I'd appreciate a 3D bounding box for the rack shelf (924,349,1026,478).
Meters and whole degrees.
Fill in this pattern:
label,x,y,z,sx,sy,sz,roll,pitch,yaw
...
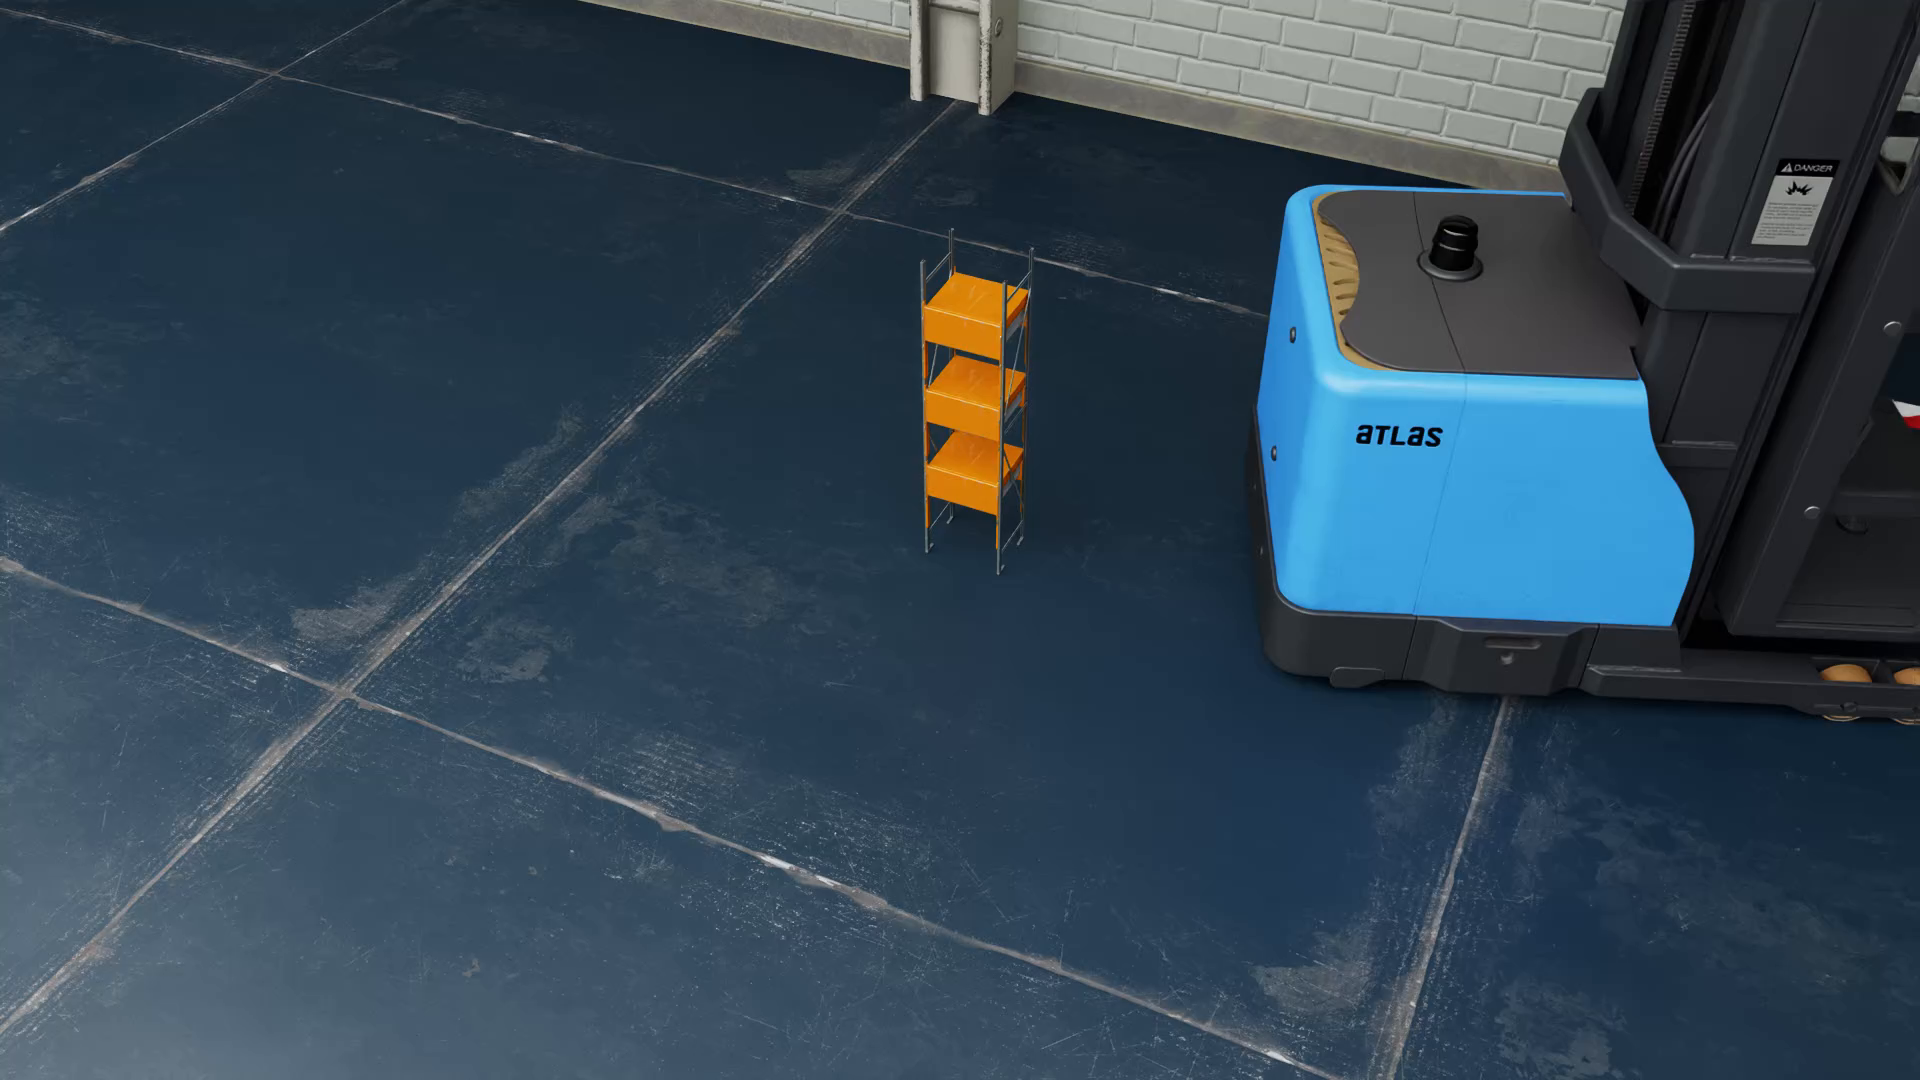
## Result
label,x,y,z,sx,sy,sz,roll,pitch,yaw
rack shelf,0.048,-0.374,4.896,0.240,0.259,0.215,17,44,19

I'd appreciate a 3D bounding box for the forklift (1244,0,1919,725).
label,x,y,z,sx,sy,sz,roll,pitch,yaw
forklift,2.411,-0.953,4.112,3.031,2.935,1.130,2,41,3

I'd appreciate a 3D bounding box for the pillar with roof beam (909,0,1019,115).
label,x,y,z,sx,sy,sz,roll,pitch,yaw
pillar with roof beam,-1.803,-2.890,1.713,0.400,9.000,9.100,17,44,19

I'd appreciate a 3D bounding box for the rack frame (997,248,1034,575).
label,x,y,z,sx,sy,sz,roll,pitch,yaw
rack frame,0.159,-0.348,4.850,0.008,1.050,0.200,17,44,19

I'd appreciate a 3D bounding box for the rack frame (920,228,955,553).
label,x,y,z,sx,sy,sz,roll,pitch,yaw
rack frame,-0.062,-0.416,4.928,0.008,1.050,0.200,17,44,19

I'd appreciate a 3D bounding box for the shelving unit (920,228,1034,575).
label,x,y,z,sx,sy,sz,roll,pitch,yaw
shelving unit,0.048,-0.382,4.889,0.252,1.050,0.215,17,44,19

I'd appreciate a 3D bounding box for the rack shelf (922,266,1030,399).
label,x,y,z,sx,sy,sz,roll,pitch,yaw
rack shelf,0.048,-0.588,4.710,0.240,0.259,0.215,17,44,19

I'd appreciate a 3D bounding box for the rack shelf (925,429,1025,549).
label,x,y,z,sx,sy,sz,roll,pitch,yaw
rack shelf,0.048,-0.164,5.078,0.240,0.259,0.215,17,44,19
